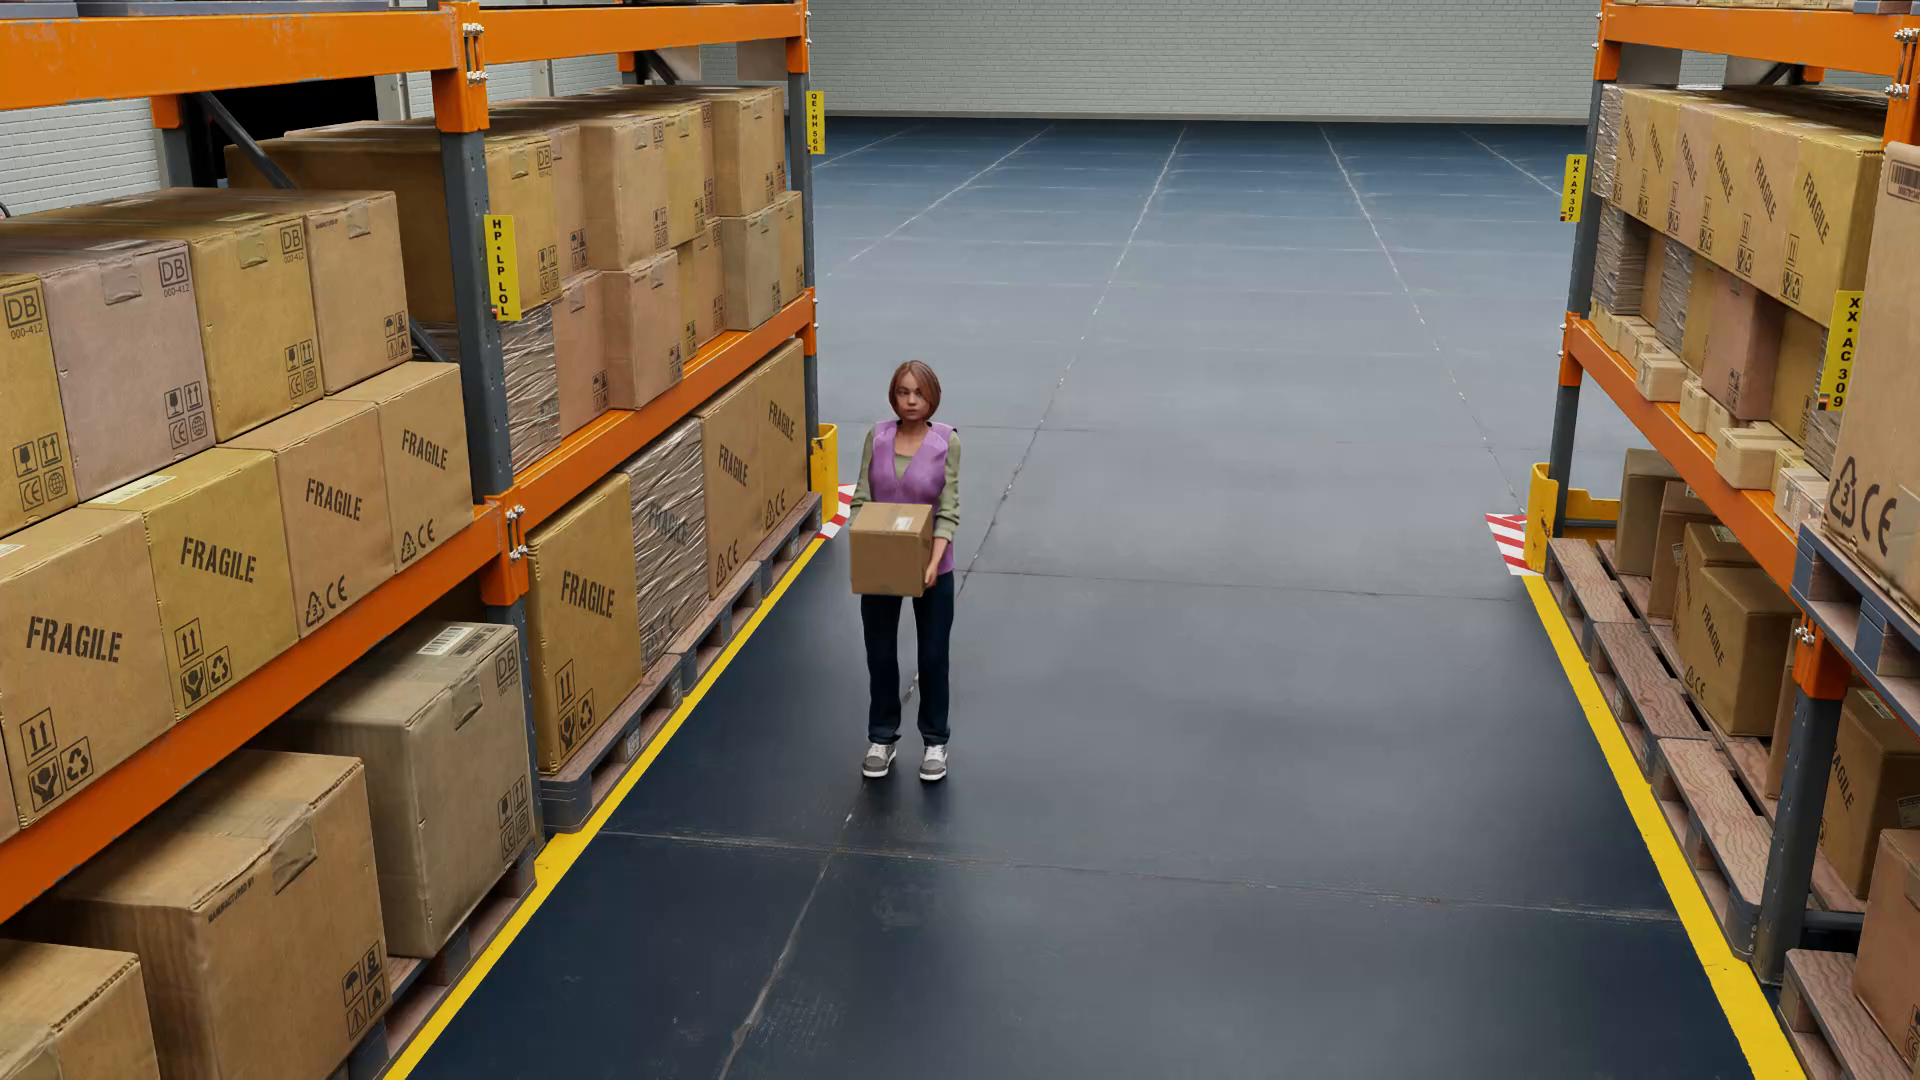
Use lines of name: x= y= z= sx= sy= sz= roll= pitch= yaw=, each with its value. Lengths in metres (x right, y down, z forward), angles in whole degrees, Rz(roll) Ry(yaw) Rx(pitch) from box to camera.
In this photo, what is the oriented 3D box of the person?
person: x=-0.204 y=0.145 z=6.140 sx=0.407 sy=1.588 sz=0.500 roll=3 pitch=18 yaw=9
